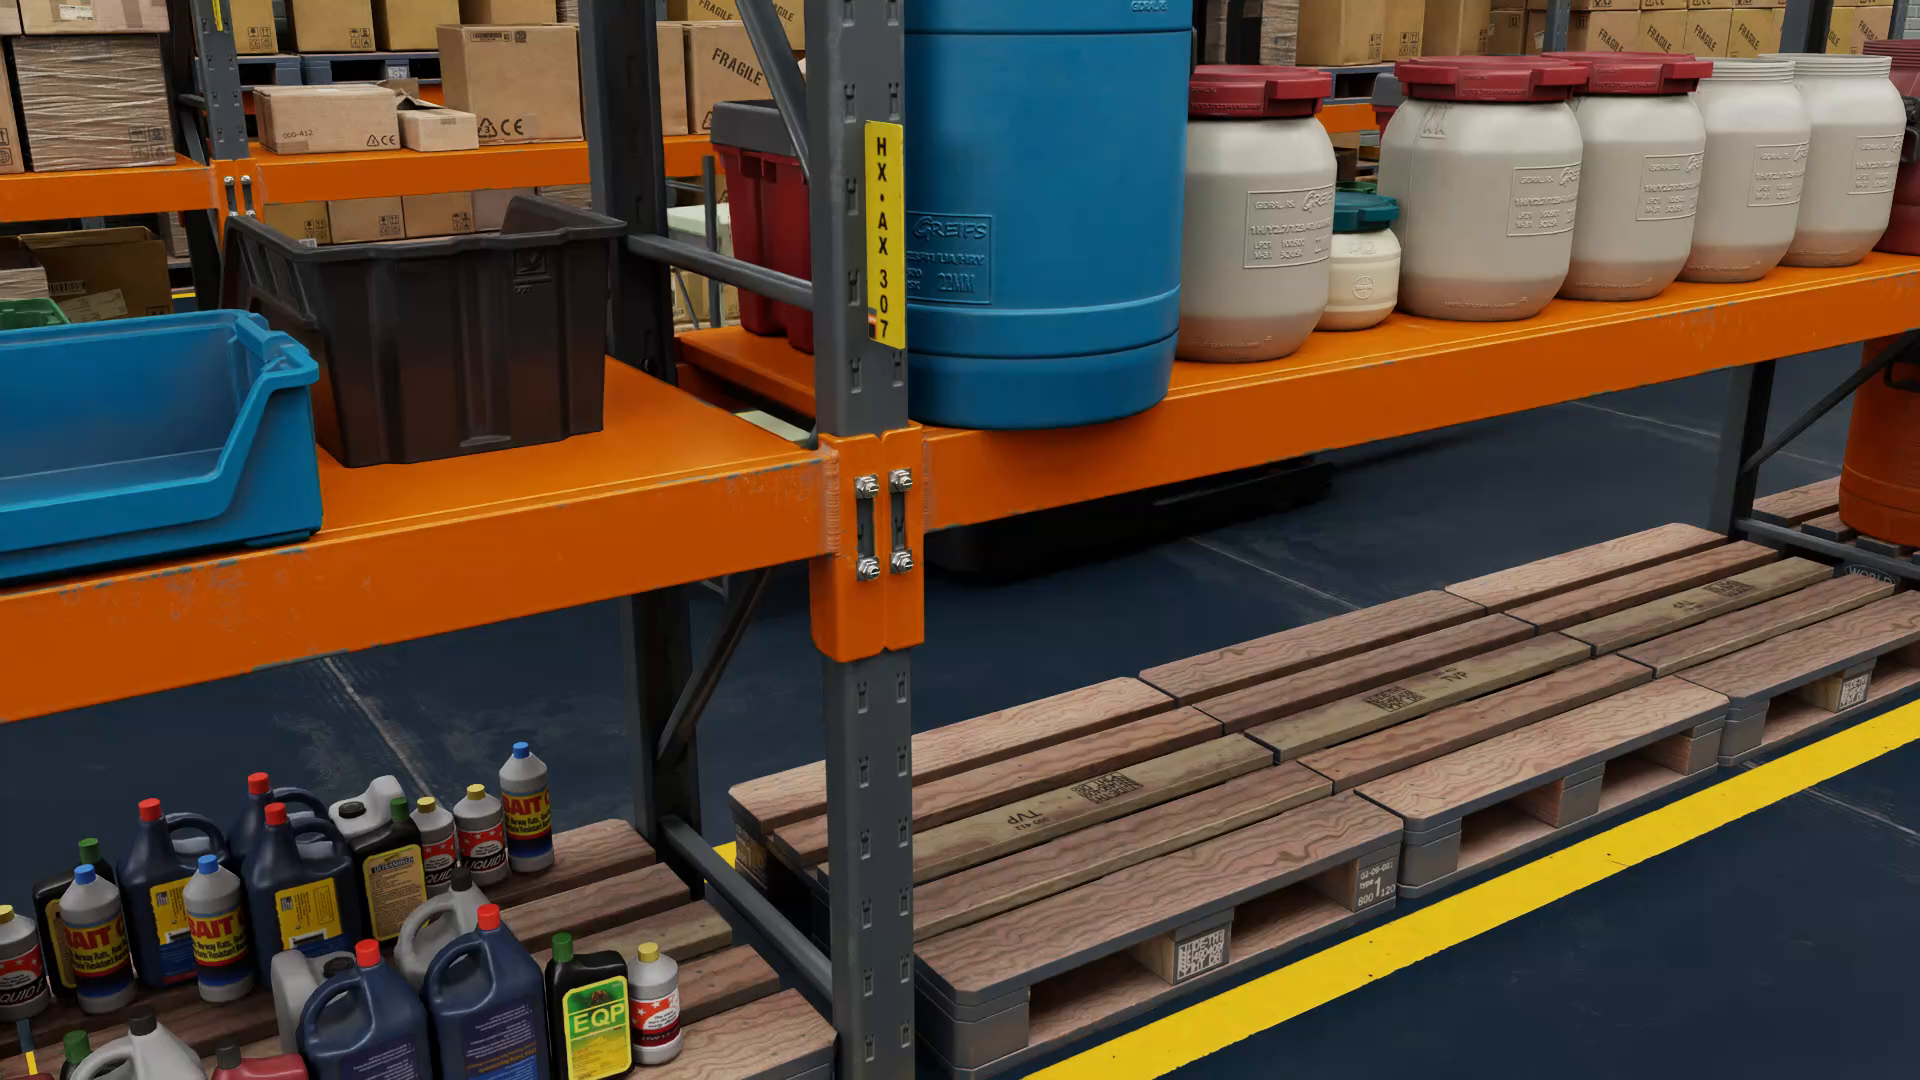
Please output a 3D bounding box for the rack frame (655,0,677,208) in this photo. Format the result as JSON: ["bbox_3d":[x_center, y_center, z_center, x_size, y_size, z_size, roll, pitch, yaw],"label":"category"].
[{"bbox_3d":[-2.512,-3.823,12.869,0.127,3.000,1.000,-12,22,-31],"label":"rack frame"}]

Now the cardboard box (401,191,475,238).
[{"bbox_3d":[-3.979,-2.552,12.325,0.500,0.500,0.700,-12,22,-32],"label":"cardboard box"}]

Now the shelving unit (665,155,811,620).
[{"bbox_3d":[-0.575,-0.553,5.538,0.755,1.500,0.431,-14,23,-36],"label":"shelving unit"}]

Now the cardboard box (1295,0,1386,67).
[{"bbox_3d":[2.114,-3.122,9.983,0.700,0.500,0.500,16,24,39],"label":"cardboard box"}]

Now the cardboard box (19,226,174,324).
[{"bbox_3d":[-3.685,-1.048,7.127,0.500,0.500,0.500,-12,22,-31],"label":"cardboard box"}]

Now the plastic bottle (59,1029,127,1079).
[{"bbox_3d":[-1.292,0.868,2.547,0.133,0.283,0.061,-12,22,-31],"label":"plastic bottle"}]

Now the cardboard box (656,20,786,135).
[{"bbox_3d":[-1.177,-2.246,8.049,0.500,0.500,0.500,-13,23,-34],"label":"cardboard box"}]

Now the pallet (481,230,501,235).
[{"bbox_3d":[-3.166,-2.365,12.910,1.213,0.211,1.003,-12,22,-31],"label":"pallet"}]

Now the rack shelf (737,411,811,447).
[{"bbox_3d":[-0.575,-0.244,5.642,0.720,0.370,0.431,-14,23,-36],"label":"rack shelf"}]

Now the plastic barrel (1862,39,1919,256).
[{"bbox_3d":[2.715,-1.075,4.528,0.708,0.536,0.600,-12,22,-31],"label":"plastic barrel"}]

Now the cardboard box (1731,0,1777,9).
[{"bbox_3d":[5.395,-4.005,11.689,0.500,0.500,0.500,-11,22,-30],"label":"cardboard box"}]

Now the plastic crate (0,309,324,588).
[{"bbox_3d":[-1.179,-0.130,2.179,0.616,0.251,0.499,-12,22,-31],"label":"plastic crate"}]

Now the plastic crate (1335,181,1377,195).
[{"bbox_3d":[0.895,-0.750,4.112,0.662,0.188,0.450,-12,22,-31],"label":"plastic crate"}]

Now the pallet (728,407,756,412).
[{"bbox_3d":[-1.512,-0.830,8.369,1.213,0.211,1.003,-12,22,-31],"label":"pallet"}]

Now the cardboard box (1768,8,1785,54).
[{"bbox_3d":[5.821,-3.625,12.127,0.500,0.500,0.500,-12,22,-31],"label":"cardboard box"}]

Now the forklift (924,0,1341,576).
[{"bbox_3d":[0.883,-1.627,6.482,3.031,2.935,1.130,-14,23,-36],"label":"forklift"}]

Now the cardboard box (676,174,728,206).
[{"bbox_3d":[-1.826,-3.098,13.426,0.750,0.750,0.750,-12,22,-32],"label":"cardboard box"}]

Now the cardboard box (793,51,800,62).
[{"bbox_3d":[-1.484,-3.853,13.319,0.250,0.149,0.380,-12,22,-32],"label":"cardboard box"}]

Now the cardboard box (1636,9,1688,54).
[{"bbox_3d":[4.557,-3.359,11.339,0.500,0.500,0.500,-11,22,-30],"label":"cardboard box"}]

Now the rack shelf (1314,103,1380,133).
[{"bbox_3d":[1.886,-2.510,10.109,4.000,0.370,1.077,-12,22,-31],"label":"rack shelf"}]

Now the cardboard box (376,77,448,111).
[{"bbox_3d":[-2.492,-1.934,7.493,0.258,0.266,0.396,-13,22,-33],"label":"cardboard box"}]

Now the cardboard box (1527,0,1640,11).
[{"bbox_3d":[4.104,-3.732,10.883,0.500,0.500,0.500,-11,22,-30],"label":"cardboard box"}]

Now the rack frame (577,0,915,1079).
[{"bbox_3d":[-0.404,-0.469,2.947,0.127,3.000,1.000,-12,22,-31],"label":"rack frame"}]

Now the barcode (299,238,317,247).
[{"bbox_3d":[-2.683,-1.207,6.848,0.075,0.075,0.001,-12,22,-31],"label":"barcode"}]

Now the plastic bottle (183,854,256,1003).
[{"bbox_3d":[-1.361,0.705,3.050,0.097,0.271,0.097,0,19,0],"label":"plastic bottle"}]

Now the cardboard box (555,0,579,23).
[{"bbox_3d":[-2.899,-3.993,12.530,0.500,0.500,0.700,-15,24,-38],"label":"cardboard box"}]

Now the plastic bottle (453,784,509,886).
[{"bbox_3d":[-0.996,0.605,3.453,0.097,0.201,0.097,0,19,0],"label":"plastic bottle"}]

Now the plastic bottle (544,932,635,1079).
[{"bbox_3d":[-0.625,0.783,2.800,0.133,0.283,0.061,-11,21,-29],"label":"plastic bottle"}]

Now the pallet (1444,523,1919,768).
[{"bbox_3d":[2.268,0.274,5.105,1.213,0.211,1.003,-12,22,-31],"label":"pallet"}]

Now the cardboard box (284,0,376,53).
[{"bbox_3d":[-4.406,-3.676,11.590,0.500,0.500,0.700,-9,21,-24],"label":"cardboard box"}]

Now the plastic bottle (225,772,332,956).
[{"bbox_3d":[-1.307,0.609,3.209,0.185,0.351,0.144,-11,22,-30],"label":"plastic bottle"}]

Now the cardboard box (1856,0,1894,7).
[{"bbox_3d":[6.676,-4.277,12.495,0.500,0.500,0.500,-12,22,-32],"label":"cardboard box"}]

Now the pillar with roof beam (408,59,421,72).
[{"bbox_3d":[-1.706,-5.516,8.510,0.400,9.000,9.100,-12,22,-31],"label":"pillar with roof beam"}]

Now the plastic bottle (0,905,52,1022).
[{"bbox_3d":[-1.714,0.757,3.005,0.097,0.201,0.097,0,19,0],"label":"plastic bottle"}]

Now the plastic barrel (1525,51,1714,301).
[{"bbox_3d":[1.489,-0.848,3.858,0.433,0.535,0.433,0,19,0],"label":"plastic barrel"}]

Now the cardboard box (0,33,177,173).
[{"bbox_3d":[-3.493,-1.762,6.616,0.500,0.500,0.700,-13,22,-33],"label":"cardboard box"}]

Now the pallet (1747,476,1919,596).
[{"bbox_3d":[3.572,-0.002,5.921,1.213,0.211,1.003,-12,22,-31],"label":"pallet"}]

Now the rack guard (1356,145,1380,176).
[{"bbox_3d":[4.189,-4.052,17.450,0.348,0.500,1.175,-12,22,-31],"label":"rack guard"}]

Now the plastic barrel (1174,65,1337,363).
[{"bbox_3d":[0.515,-0.643,3.250,0.433,0.535,0.433,0,19,0],"label":"plastic barrel"}]

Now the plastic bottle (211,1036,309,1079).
[{"bbox_3d":[-1.057,0.874,2.530,0.133,0.283,0.061,-10,21,-28],"label":"plastic bottle"}]

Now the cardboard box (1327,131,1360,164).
[{"bbox_3d":[3.639,-4.097,16.927,0.500,0.500,0.700,-12,22,-31],"label":"cardboard box"}]

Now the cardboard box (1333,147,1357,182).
[{"bbox_3d":[2.183,-2.387,10.666,0.500,0.250,0.500,-12,22,-31],"label":"cardboard box"}]

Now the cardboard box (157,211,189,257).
[{"bbox_3d":[-5.247,-2.277,11.512,0.500,0.500,0.700,-11,22,-30],"label":"cardboard box"}]

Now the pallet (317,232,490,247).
[{"bbox_3d":[-4.184,-2.151,12.278,1.213,0.211,1.003,-12,22,-31],"label":"pallet"}]

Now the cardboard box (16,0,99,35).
[{"bbox_3d":[-3.442,-2.001,6.310,0.250,0.149,0.380,-12,22,-33],"label":"cardboard box"}]

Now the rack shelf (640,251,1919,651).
[{"bbox_3d":[1.266,-0.480,4.104,4.000,0.370,1.077,-12,22,-31],"label":"rack shelf"}]

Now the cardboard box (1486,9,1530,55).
[{"bbox_3d":[3.832,-3.407,11.484,0.500,0.500,0.500,-11,22,-31],"label":"cardboard box"}]
